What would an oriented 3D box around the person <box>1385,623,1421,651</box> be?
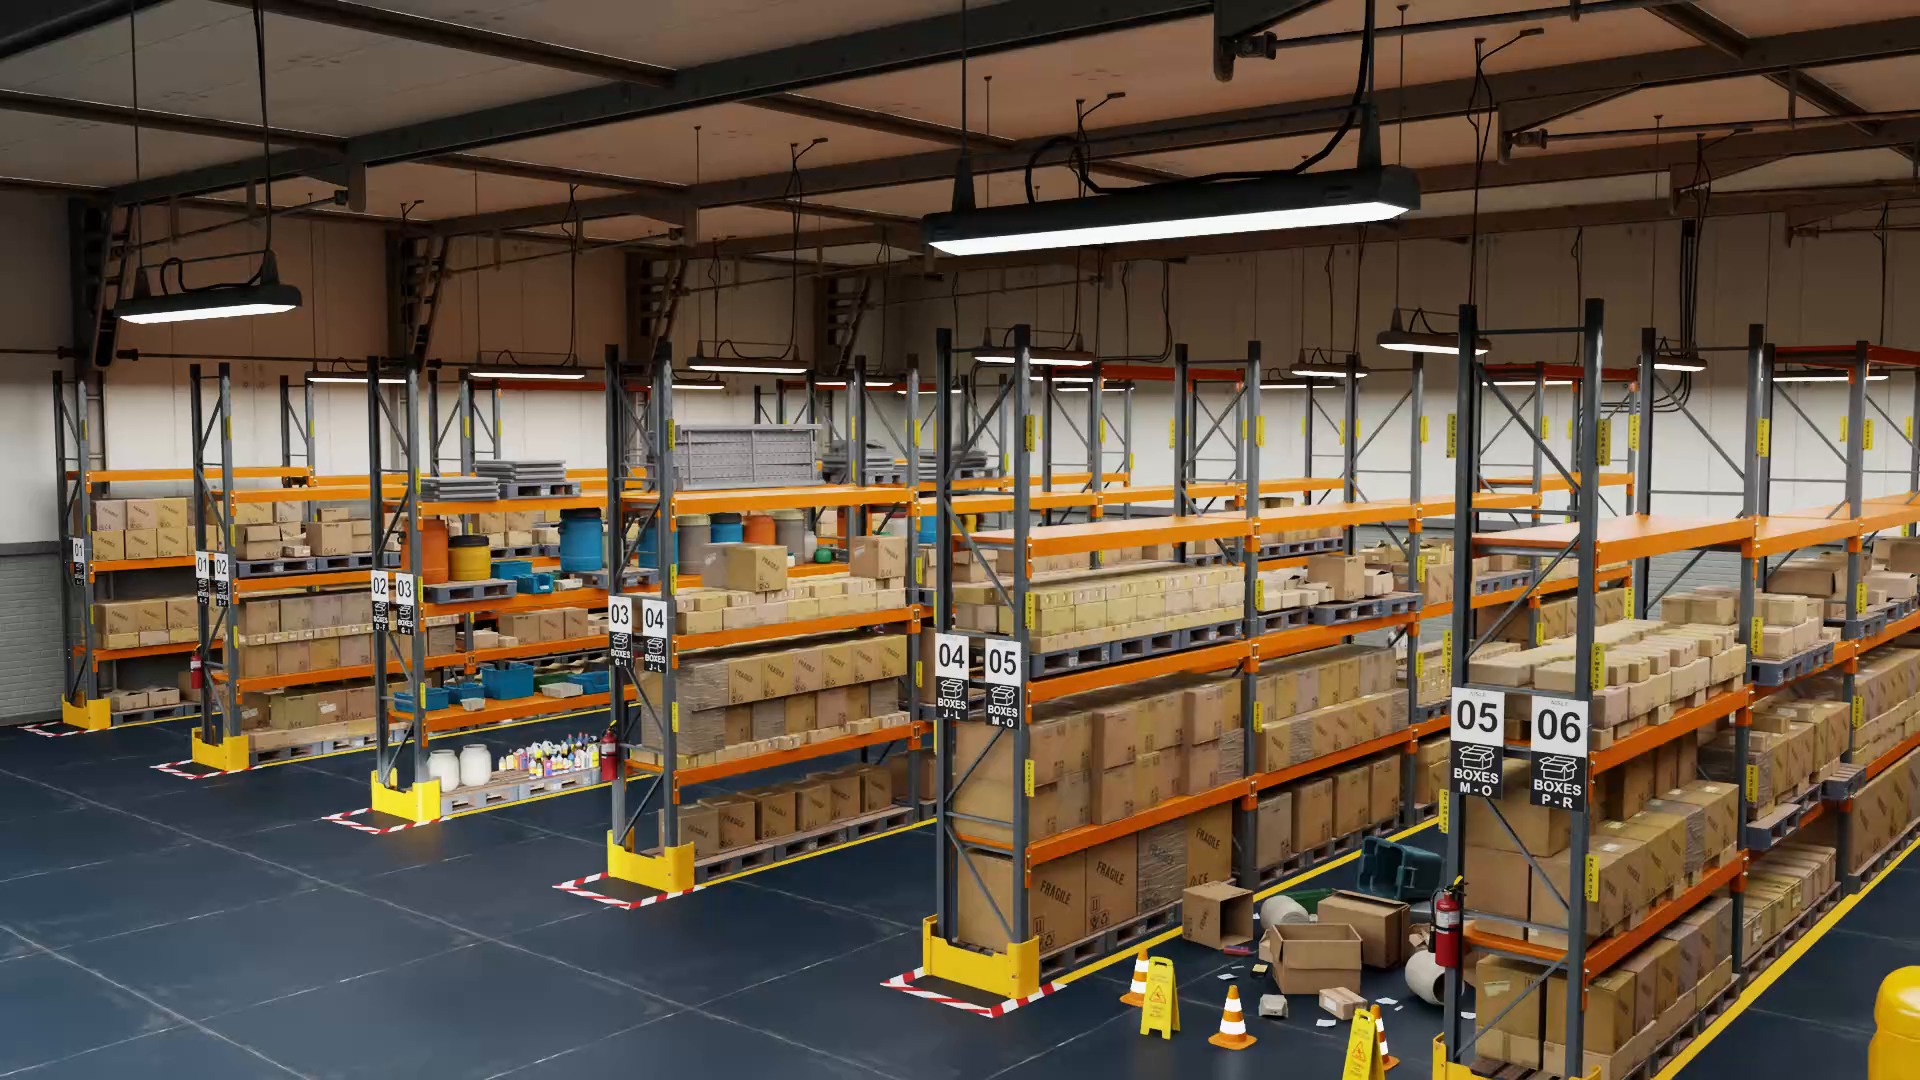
[{"bbox_3d":[7.777,2.197,29.226,0.662,1.790,0.711,1,4,19],"label":"person"}]
